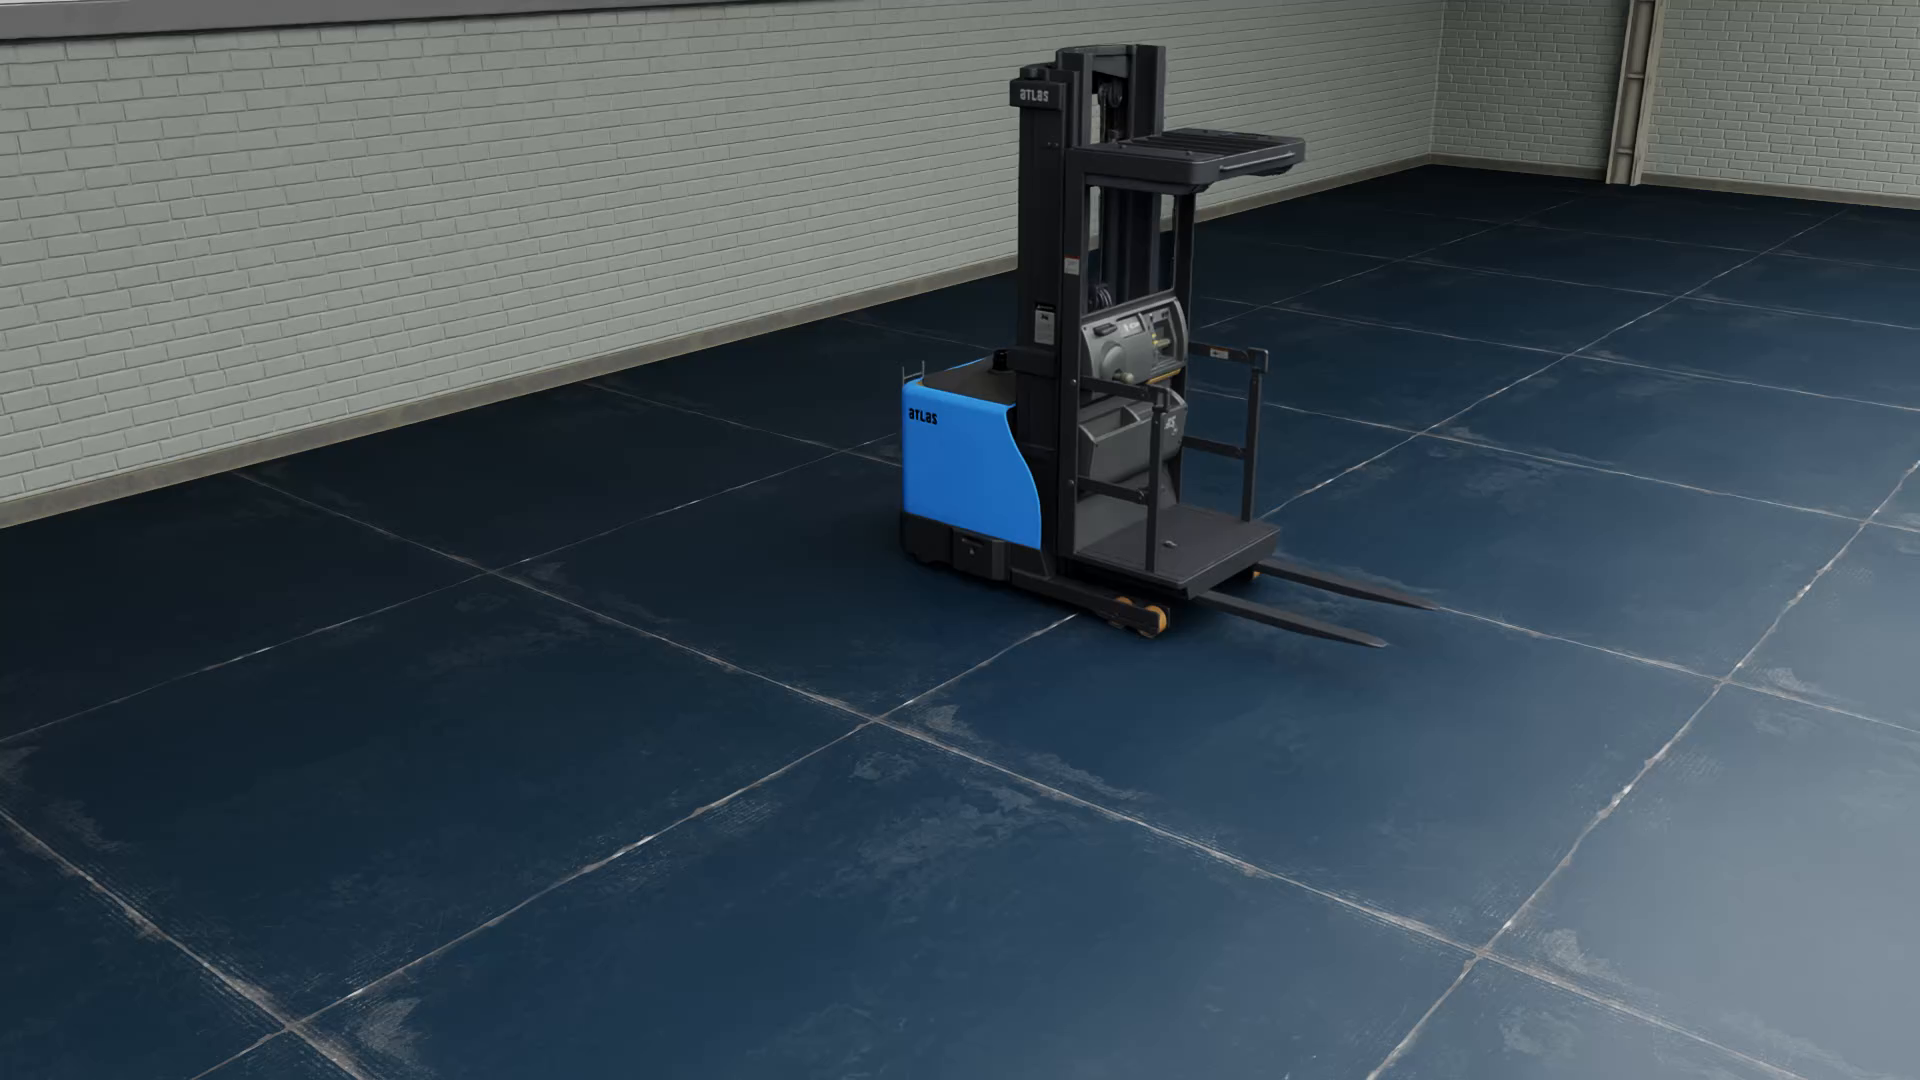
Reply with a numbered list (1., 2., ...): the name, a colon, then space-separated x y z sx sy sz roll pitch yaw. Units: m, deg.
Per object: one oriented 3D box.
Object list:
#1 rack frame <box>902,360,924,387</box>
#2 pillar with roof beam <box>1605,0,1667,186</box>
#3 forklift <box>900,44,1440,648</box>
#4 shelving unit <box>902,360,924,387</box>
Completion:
1. rack frame: -0.282 -0.573 10.199 0.008 1.050 0.200 16 26 36
2. pillar with roof beam: 6.678 -8.091 18.869 0.400 9.000 9.100 16 26 36
3. forklift: 1.109 -1.067 8.842 3.031 2.935 1.130 16 26 36
4. shelving unit: -0.188 -0.545 10.127 0.252 1.050 0.215 16 26 36
